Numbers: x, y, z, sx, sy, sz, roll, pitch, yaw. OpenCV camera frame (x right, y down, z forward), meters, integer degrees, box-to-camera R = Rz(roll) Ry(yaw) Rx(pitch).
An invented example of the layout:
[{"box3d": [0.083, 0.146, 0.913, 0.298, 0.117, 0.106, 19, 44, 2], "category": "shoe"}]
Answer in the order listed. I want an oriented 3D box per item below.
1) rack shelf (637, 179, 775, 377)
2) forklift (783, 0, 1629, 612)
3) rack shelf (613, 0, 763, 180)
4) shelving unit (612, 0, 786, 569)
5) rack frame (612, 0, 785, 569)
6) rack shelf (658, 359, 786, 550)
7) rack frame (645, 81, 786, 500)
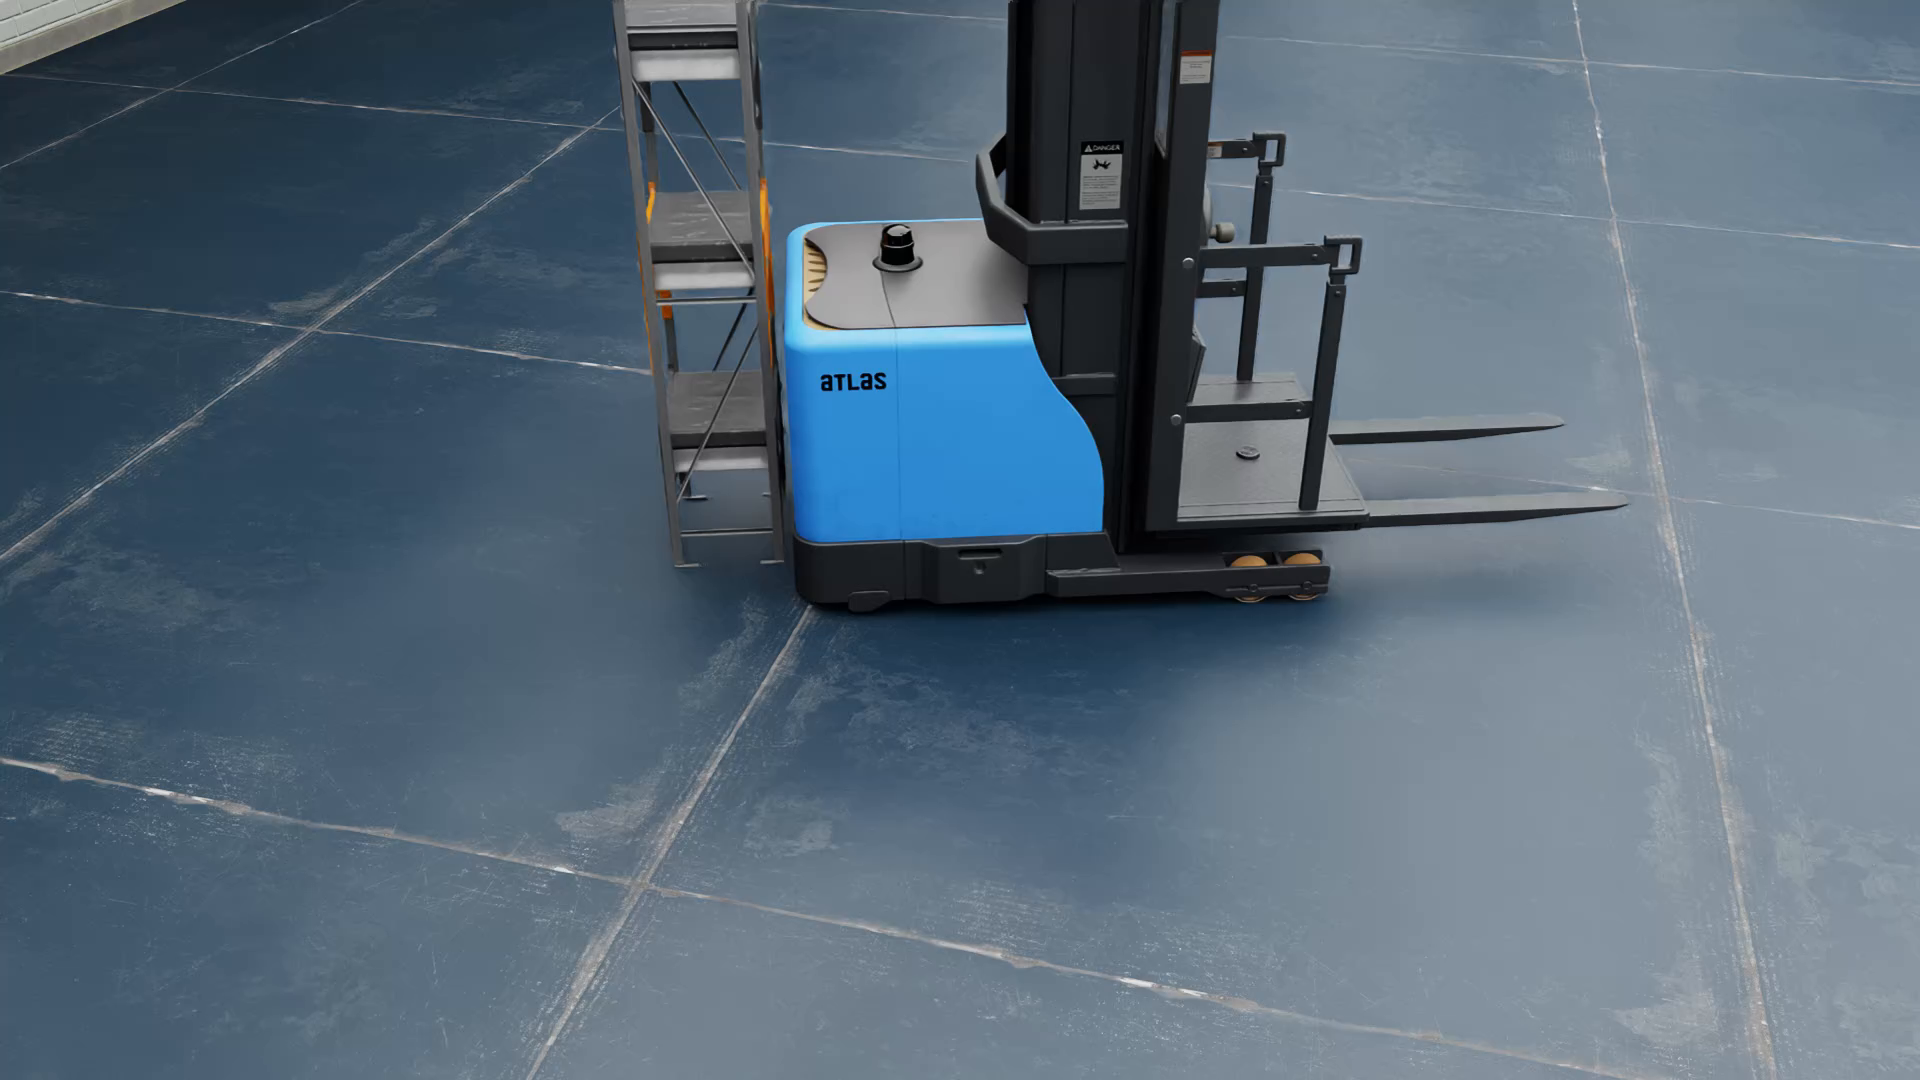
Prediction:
[{"box3d": [-0.864, -0.911, 5.751, 0.431, 0.518, 0.480, -2, 33, -4], "category": "rack shelf"}, {"box3d": [0.899, -1.296, 5.556, 3.031, 2.935, 1.130, -2, 33, -4], "category": "forklift"}, {"box3d": [-0.864, -1.502, 5.375, 0.431, 0.518, 0.480, -2, 33, -4], "category": "rack shelf"}, {"box3d": [-0.864, -0.922, 5.744, 0.431, 2.100, 0.503, -2, 33, -4], "category": "shelving unit"}, {"box3d": [-0.844, -0.792, 5.538, 0.400, 2.100, 0.015, -2, 33, -4], "category": "rack frame"}, {"box3d": [-0.864, -0.320, 6.126, 0.431, 0.518, 0.480, -2, 33, -4], "category": "rack shelf"}, {"box3d": [-0.883, -1.053, 5.949, 0.400, 2.100, 0.015, -2, 33, -4], "category": "rack frame"}]
